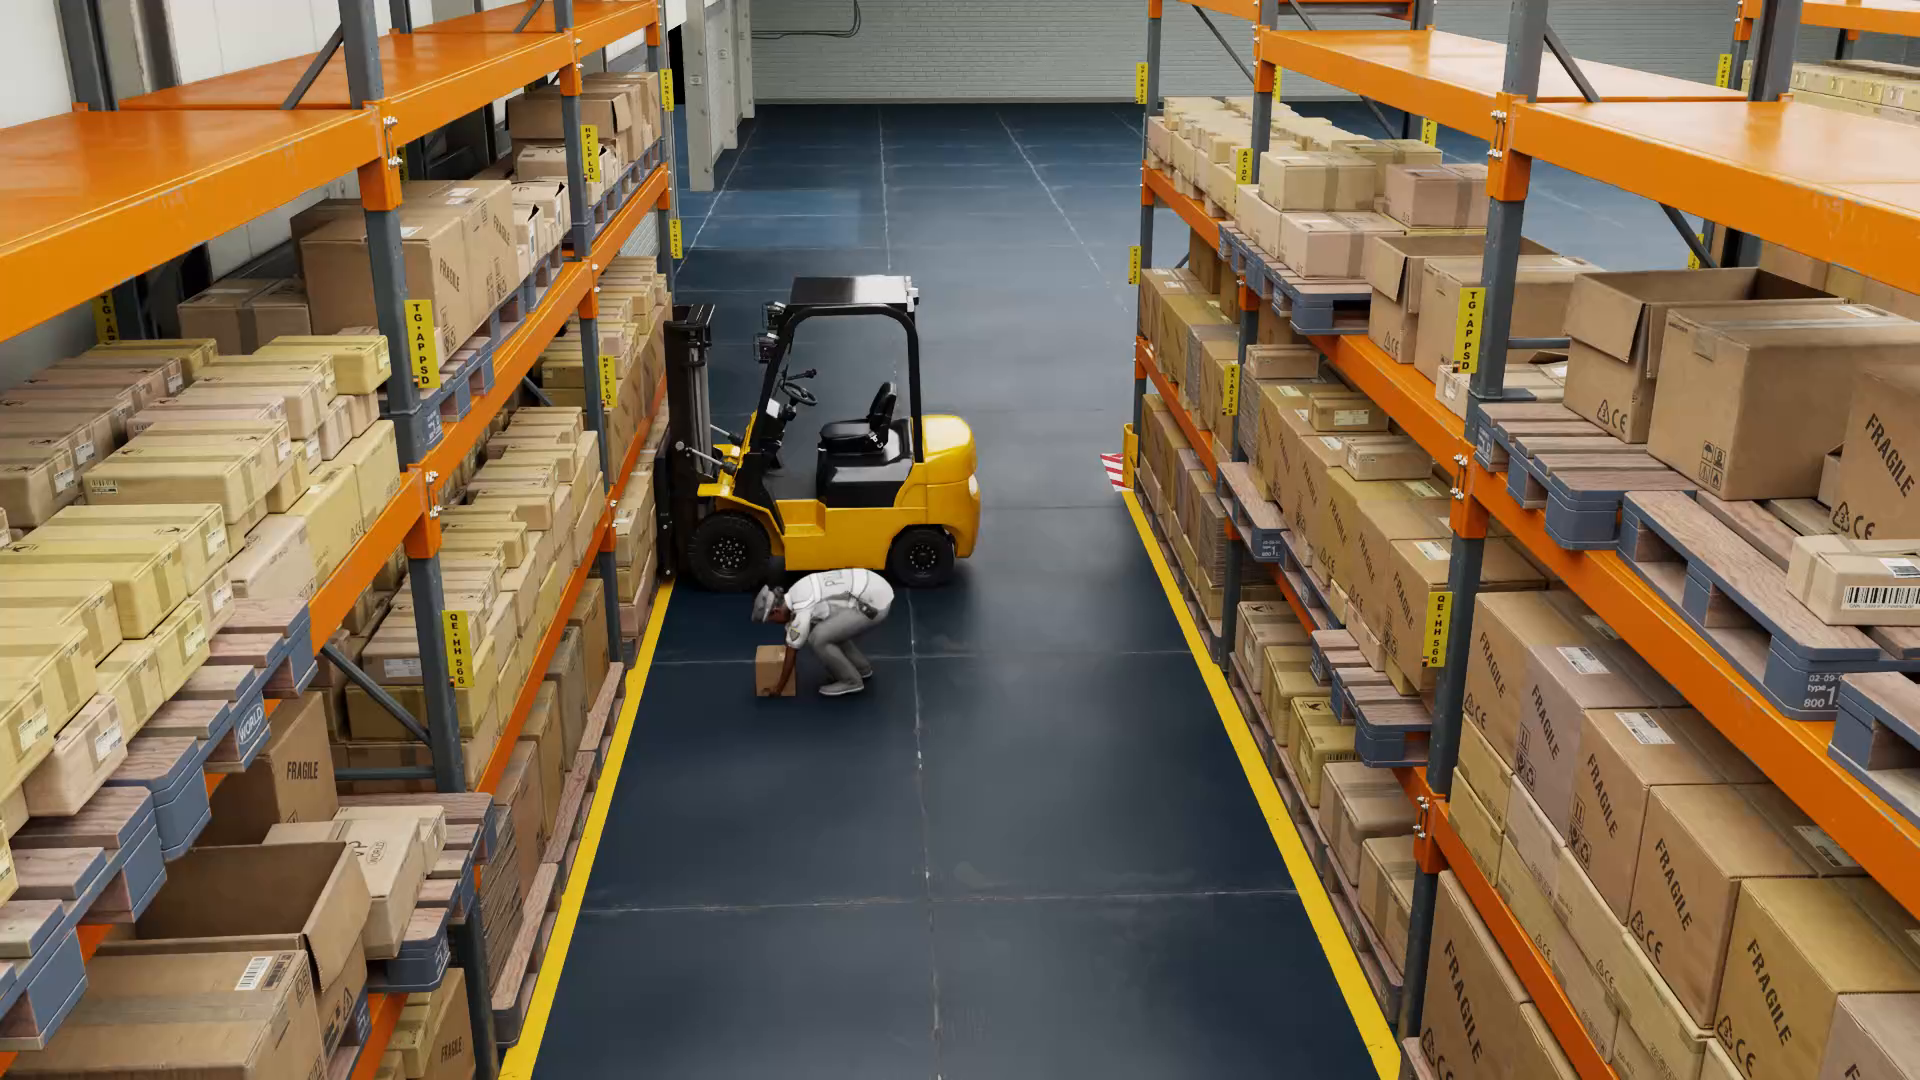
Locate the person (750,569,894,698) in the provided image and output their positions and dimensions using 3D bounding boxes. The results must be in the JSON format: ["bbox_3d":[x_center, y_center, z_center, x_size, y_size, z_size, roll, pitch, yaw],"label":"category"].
[{"bbox_3d":[-0.886,0.600,10.754,0.922,0.813,0.455,-2,21,-5],"label":"person"}]
